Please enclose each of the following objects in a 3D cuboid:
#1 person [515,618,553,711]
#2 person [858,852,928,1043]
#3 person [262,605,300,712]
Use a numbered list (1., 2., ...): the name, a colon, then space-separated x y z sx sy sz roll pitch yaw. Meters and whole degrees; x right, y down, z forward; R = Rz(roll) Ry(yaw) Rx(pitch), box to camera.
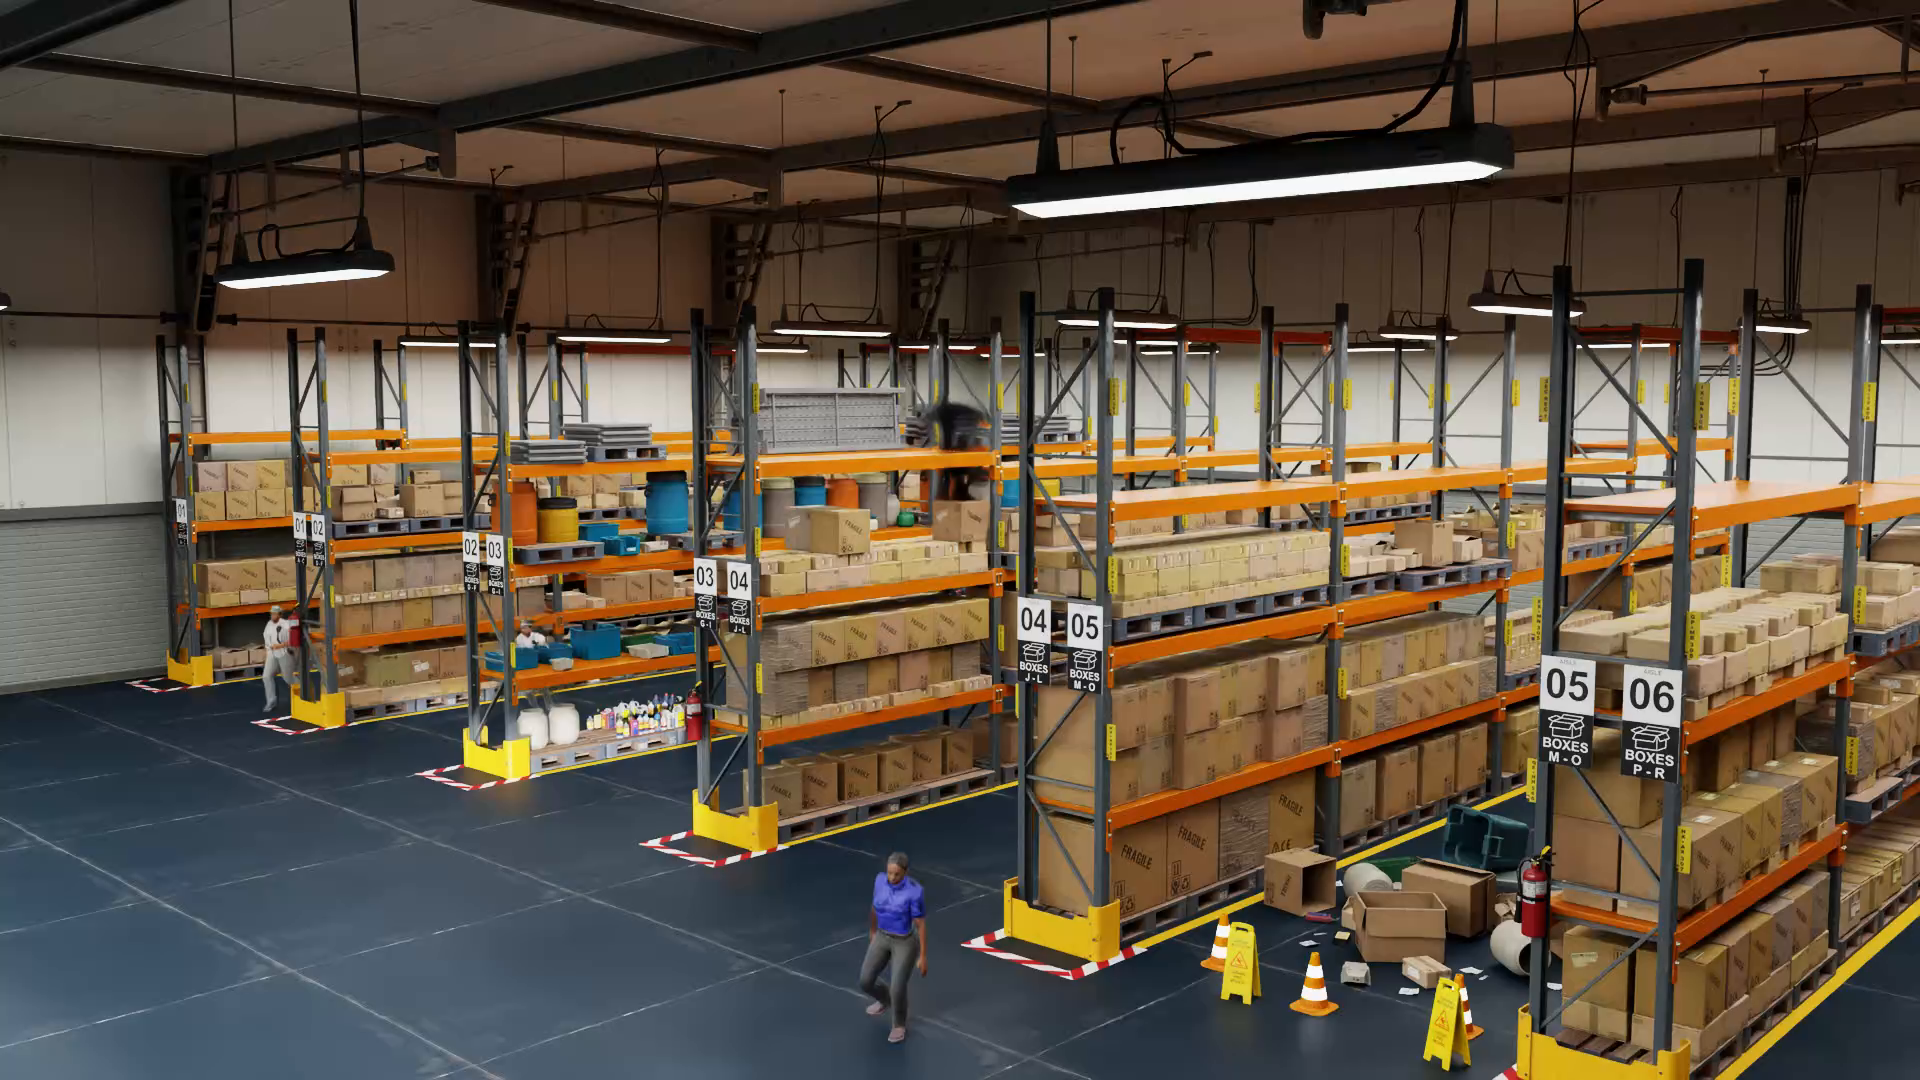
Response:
1. person: -6.554 1.975 25.673 0.604 1.614 0.755 0 5 -4
2. person: -0.499 3.152 13.072 0.732 1.574 0.616 3 6 26
3. person: -10.802 1.852 26.492 0.617 1.669 0.790 2 6 17
